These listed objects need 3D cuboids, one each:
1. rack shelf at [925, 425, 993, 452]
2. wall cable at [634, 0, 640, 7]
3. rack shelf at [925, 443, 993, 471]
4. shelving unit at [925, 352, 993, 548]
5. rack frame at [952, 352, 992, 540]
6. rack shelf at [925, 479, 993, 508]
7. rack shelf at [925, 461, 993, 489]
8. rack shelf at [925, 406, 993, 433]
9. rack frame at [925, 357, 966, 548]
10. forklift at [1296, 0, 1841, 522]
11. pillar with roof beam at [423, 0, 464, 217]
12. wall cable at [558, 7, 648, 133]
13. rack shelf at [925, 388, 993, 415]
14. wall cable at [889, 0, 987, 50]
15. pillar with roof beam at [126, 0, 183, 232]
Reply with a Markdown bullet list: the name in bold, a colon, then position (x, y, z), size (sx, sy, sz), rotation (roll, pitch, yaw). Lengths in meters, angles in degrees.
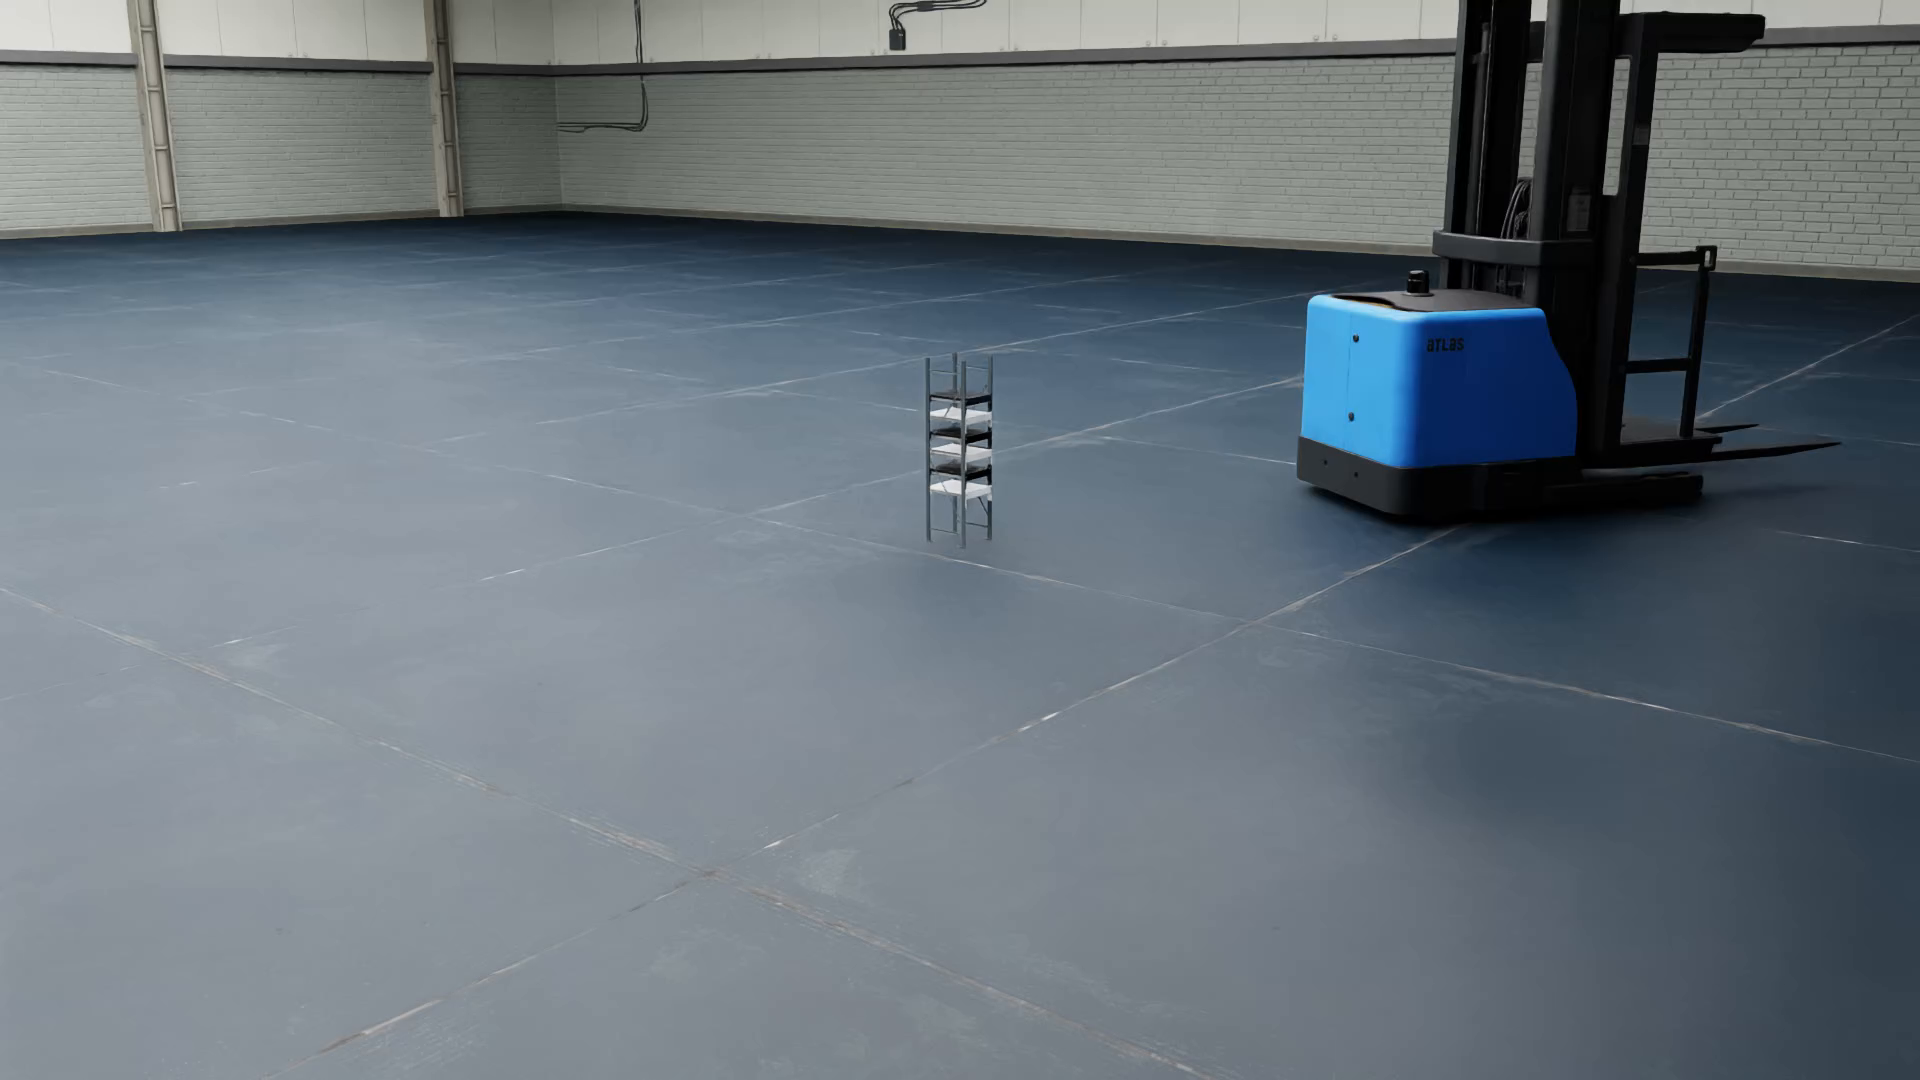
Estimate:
- **rack shelf**: position (-0.005, -0.490, 7.992), size (0.258, 0.077, 0.200), rotation (11, 18, 38)
- **wall cable**: position (-5.636, -12.007, 33.160), size (3.097, 2.526, 0.112), rotation (11, 18, 38)
- **rack shelf**: position (-0.005, -0.402, 8.014), size (0.258, 0.077, 0.200), rotation (11, 18, 38)
- **shelving unit**: position (-0.005, -0.435, 8.006), size (0.258, 0.900, 0.210), rotation (11, 18, 38)
- **rack frame**: position (0.059, -0.454, 8.083), size (0.240, 0.900, 0.006), rotation (11, 18, 38)
- **rack shelf**: position (-0.005, -0.228, 8.059), size (0.258, 0.077, 0.200), rotation (11, 18, 38)
- **rack shelf**: position (-0.005, -0.315, 8.036), size (0.258, 0.077, 0.200), rotation (11, 18, 38)
- **rack shelf**: position (-0.005, -0.577, 7.970), size (0.258, 0.077, 0.200), rotation (11, 18, 38)
- **rack frame**: position (-0.069, -0.415, 7.929), size (0.240, 0.900, 0.006), rotation (11, 18, 38)
- **forklift**: position (3.434, -1.711, 8.904), size (3.031, 2.935, 1.130), rotation (-5, 15, -18)
- **pillar with roof beam**: position (-7.271, -10.457, 31.010), size (9.100, 9.000, 0.400), rotation (11, 18, 38)
- **wall cable**: position (-7.740, -9.978, 35.430), size (3.097, 2.526, 0.112), rotation (11, 18, 38)
- **rack shelf**: position (-0.005, -0.664, 7.948), size (0.258, 0.077, 0.200), rotation (11, 18, 38)
- **wall cable**: position (-0.366, -11.659, 28.834), size (2.305, 6.003, 0.169), rotation (11, 18, 38)
- **pillar with roof beam**: position (-11.042, -9.308, 26.487), size (9.100, 9.000, 0.400), rotation (11, 18, 38)
